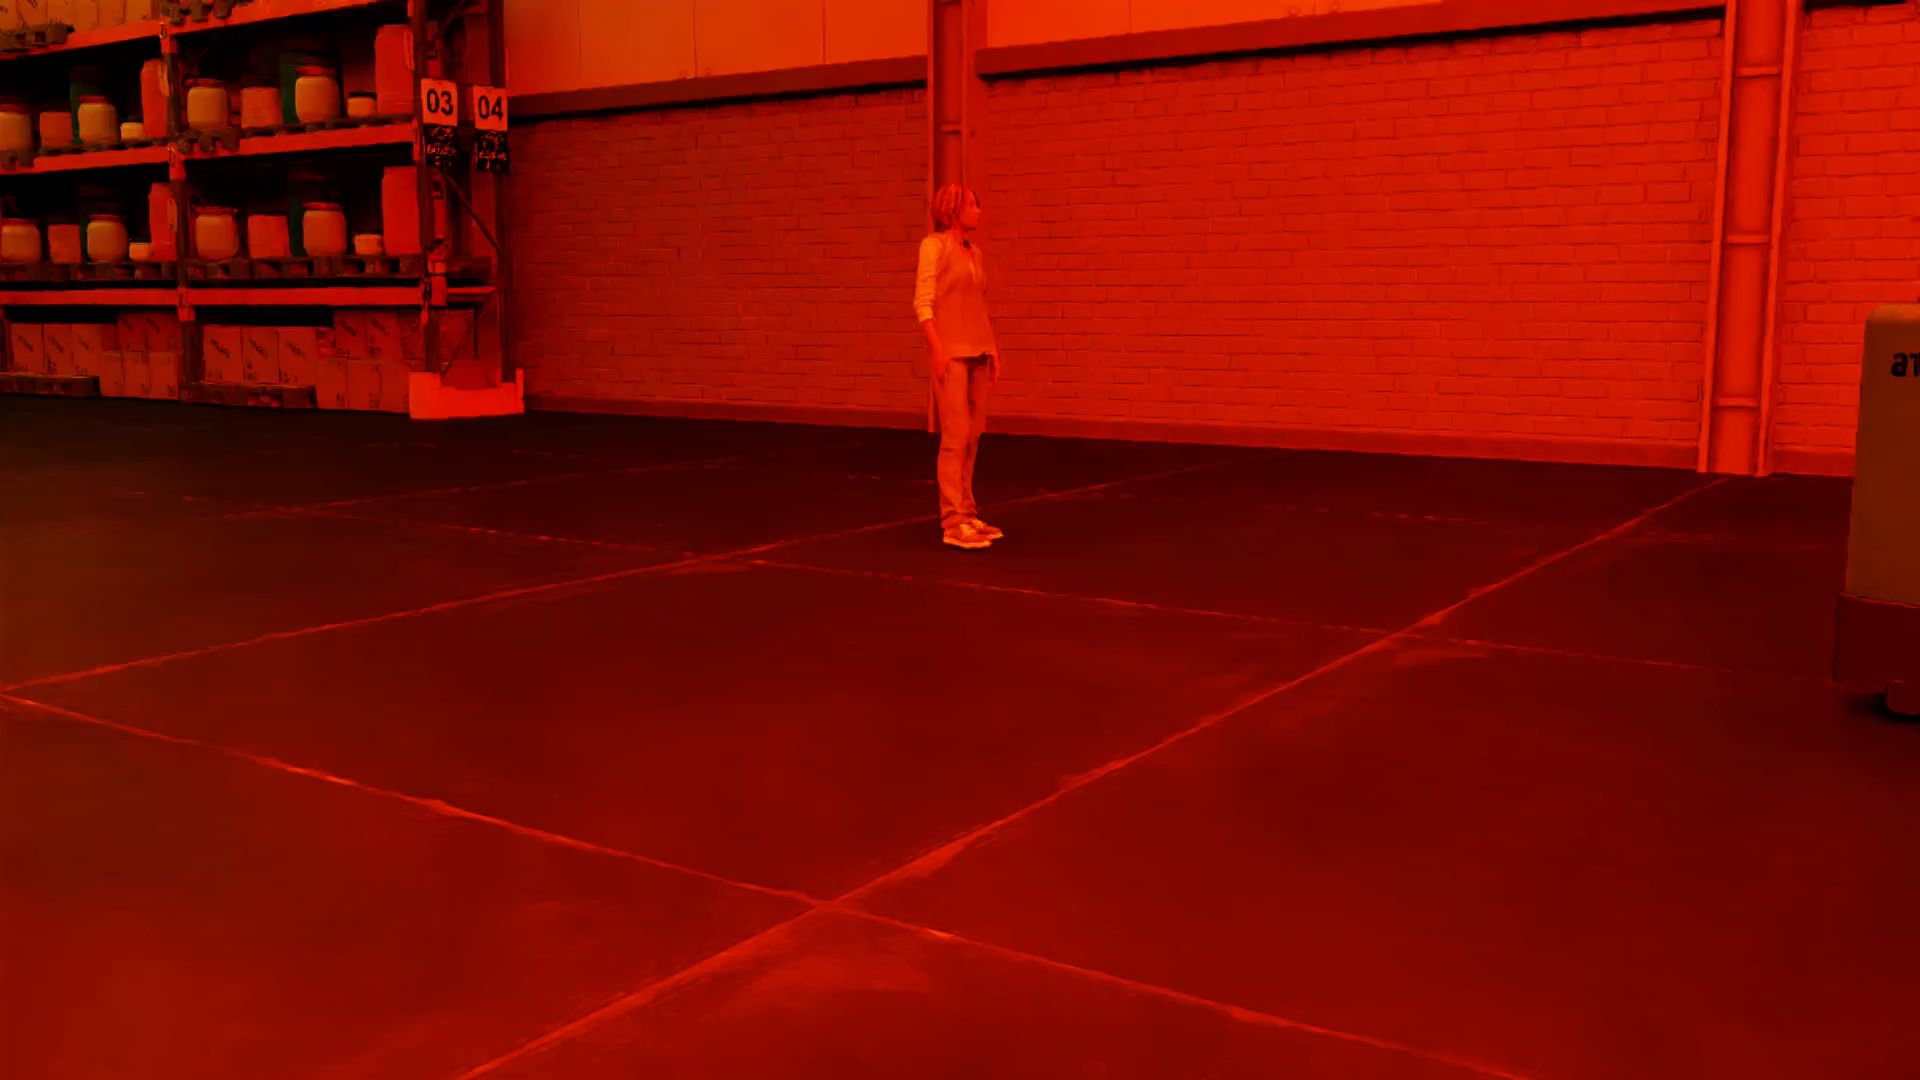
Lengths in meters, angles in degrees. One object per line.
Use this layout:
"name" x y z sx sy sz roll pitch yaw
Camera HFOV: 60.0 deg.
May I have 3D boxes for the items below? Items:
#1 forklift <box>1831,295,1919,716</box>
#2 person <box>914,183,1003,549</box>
"forklift" 3.599 -0.873 3.334 1.130 2.935 3.031 -6 10 -36
"person" 0.054 -0.790 7.438 0.474 1.597 0.521 5 10 34
